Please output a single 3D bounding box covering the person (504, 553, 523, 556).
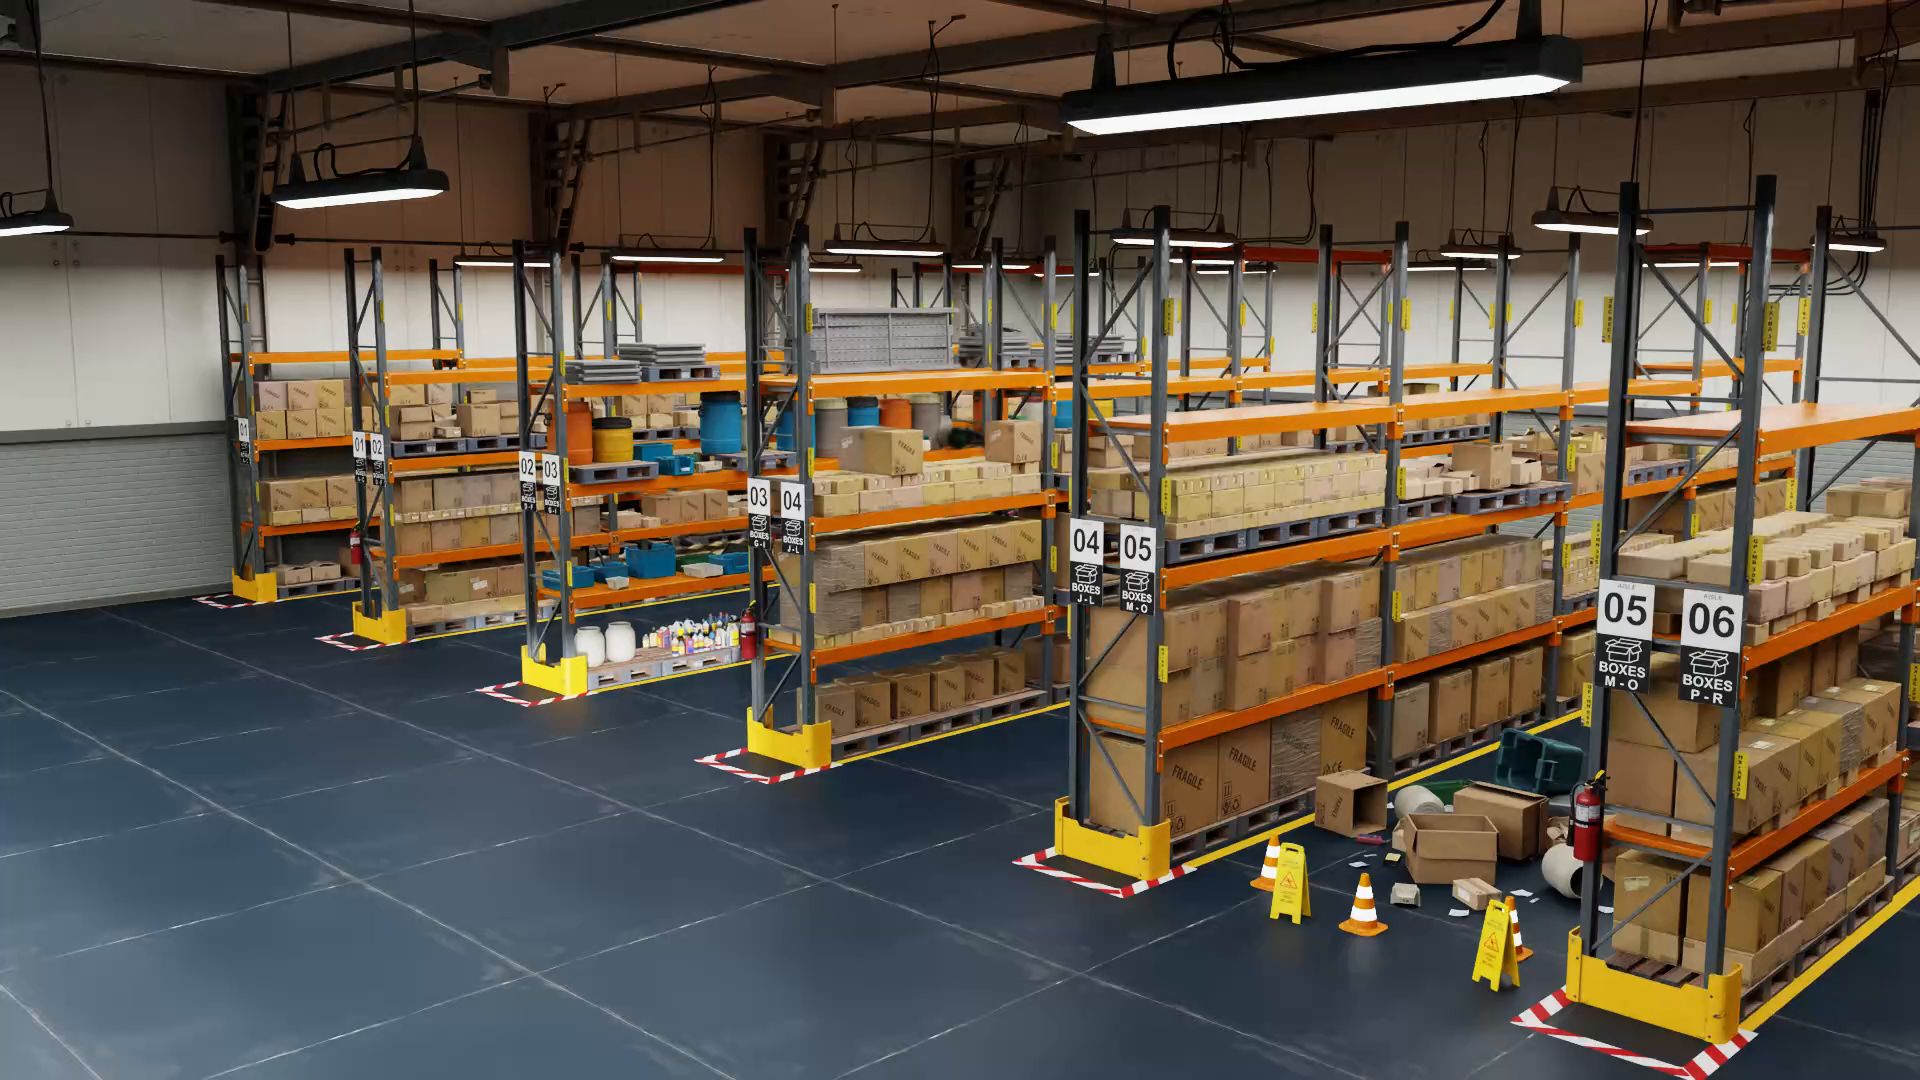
[{"bbox_3d":[-7.946,0.174,29.378,0.762,1.713,0.713,-2,8,-11],"label":"person"}]

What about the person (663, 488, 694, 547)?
[{"bbox_3d":[-5.546,-0.297,33.162,0.645,1.628,0.982,5,10,32],"label":"person"}]
